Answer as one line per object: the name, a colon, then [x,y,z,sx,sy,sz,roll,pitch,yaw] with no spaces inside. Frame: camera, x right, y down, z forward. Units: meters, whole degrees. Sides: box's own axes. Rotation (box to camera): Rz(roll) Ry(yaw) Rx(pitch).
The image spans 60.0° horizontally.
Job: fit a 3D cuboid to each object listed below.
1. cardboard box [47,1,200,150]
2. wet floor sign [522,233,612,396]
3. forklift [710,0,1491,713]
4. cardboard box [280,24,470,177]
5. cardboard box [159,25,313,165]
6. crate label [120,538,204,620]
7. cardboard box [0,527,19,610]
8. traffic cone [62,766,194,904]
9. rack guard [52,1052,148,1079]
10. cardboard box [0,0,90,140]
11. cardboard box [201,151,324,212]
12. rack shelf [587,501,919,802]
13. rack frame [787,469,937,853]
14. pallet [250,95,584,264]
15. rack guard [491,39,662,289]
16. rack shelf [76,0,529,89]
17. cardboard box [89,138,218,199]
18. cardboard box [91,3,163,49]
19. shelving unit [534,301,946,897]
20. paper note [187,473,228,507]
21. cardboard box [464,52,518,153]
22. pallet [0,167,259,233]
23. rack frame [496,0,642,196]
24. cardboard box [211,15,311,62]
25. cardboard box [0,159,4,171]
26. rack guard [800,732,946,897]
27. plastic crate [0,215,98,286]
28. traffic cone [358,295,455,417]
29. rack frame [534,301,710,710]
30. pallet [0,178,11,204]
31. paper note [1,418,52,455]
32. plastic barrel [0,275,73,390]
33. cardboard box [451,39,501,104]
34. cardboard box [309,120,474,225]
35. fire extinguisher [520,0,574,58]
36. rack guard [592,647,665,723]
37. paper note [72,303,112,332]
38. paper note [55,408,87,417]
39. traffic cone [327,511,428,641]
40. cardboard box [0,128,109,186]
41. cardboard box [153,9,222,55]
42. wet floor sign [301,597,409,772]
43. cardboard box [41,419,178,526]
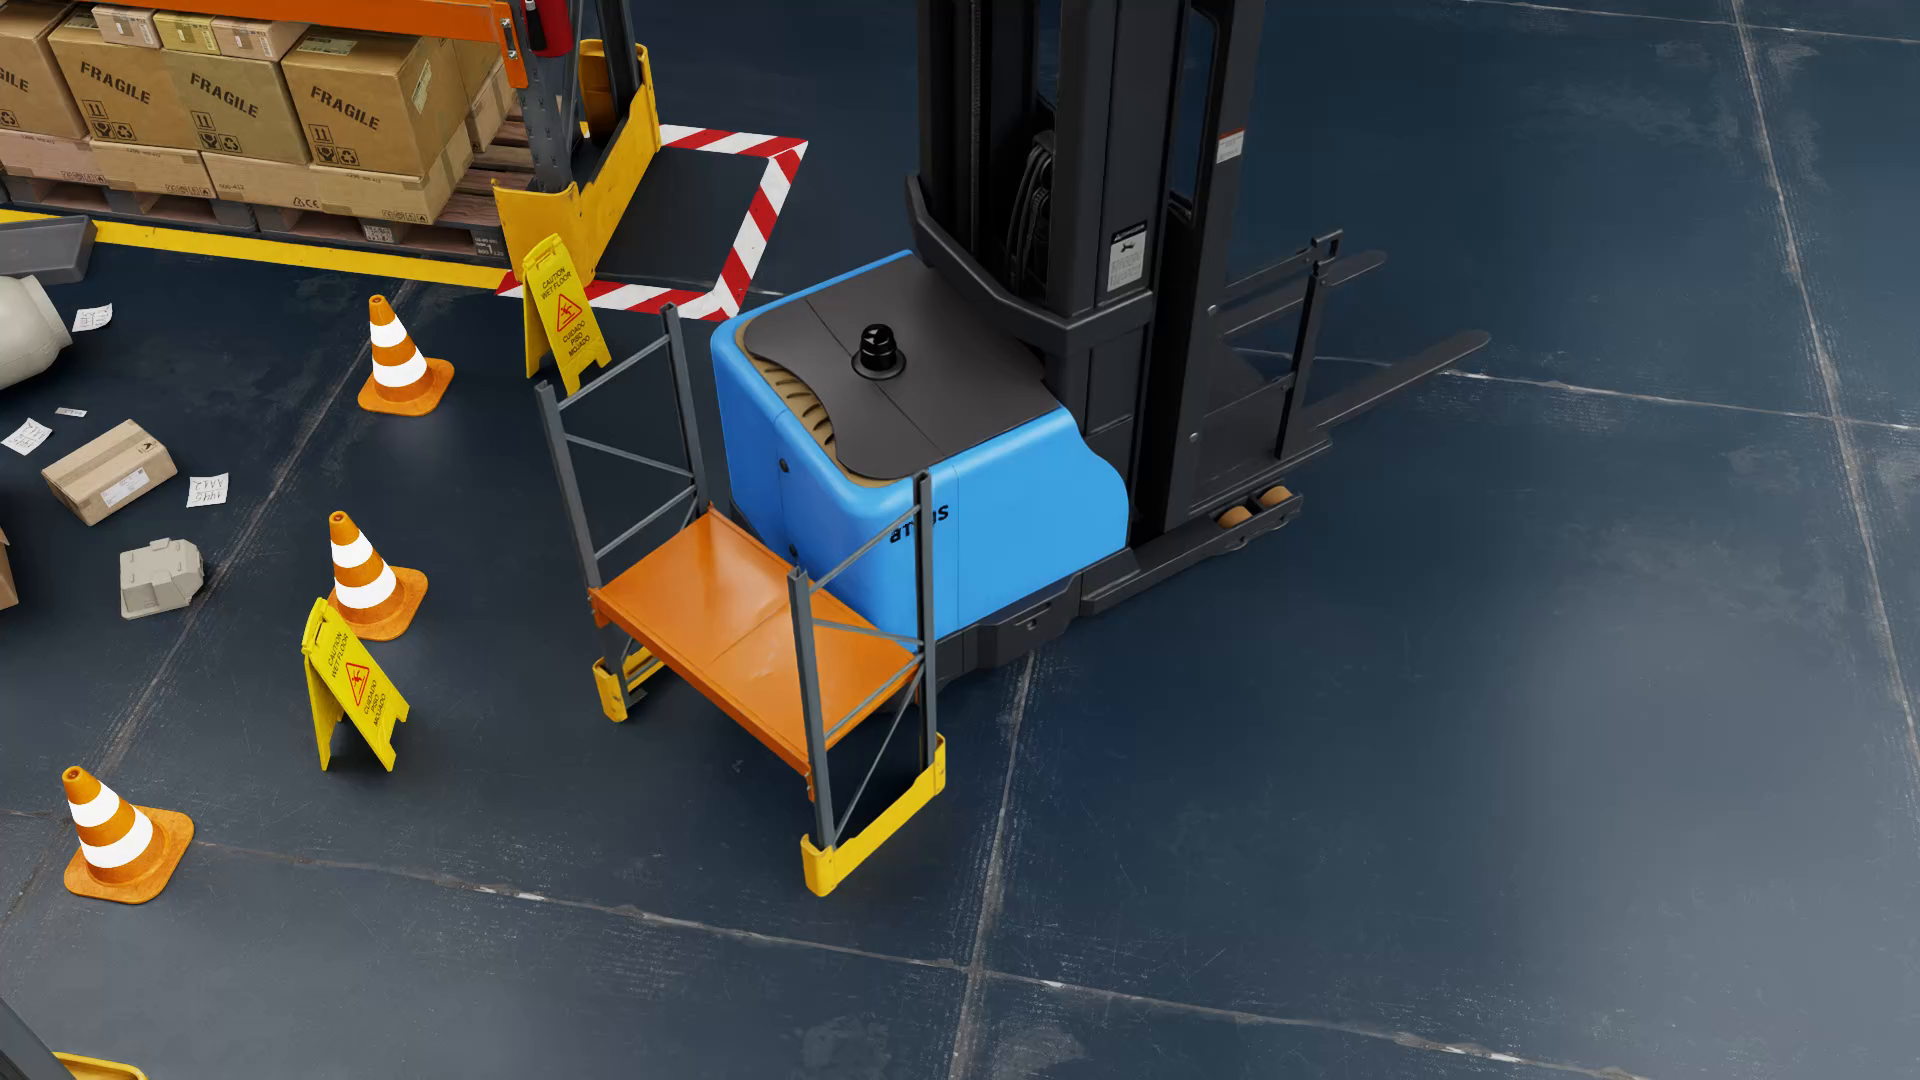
cardboard box: [-3.458,-2.045,7.133,0.500,0.500,0.500,7,48,6]
wet floor sign: [-1.617,-0.924,6.647,0.232,0.644,0.267,23,52,20]
forklift: [0.684,-1.249,5.402,3.031,2.935,1.130,-25,53,-21]
cardboard box: [-2.449,-1.907,7.009,0.500,0.500,0.500,8,49,7]
cardboard box: [-2.963,-1.973,7.068,0.500,0.500,0.500,9,49,8]
crate label: [-2.914,0.123,6.047,0.298,0.136,0.250,-15,50,-13]
cardboard box: [-3.793,-0.064,5.970,0.637,0.503,0.797,-23,52,-19]
traffic cone: [-2.665,0.855,5.170,0.334,0.463,0.336,8,49,7]
rack guard: [-2.371,1.956,4.157,0.348,0.500,1.175,8,49,7]
cardboard box: [-3.979,-2.113,7.194,0.500,0.500,0.500,10,49,9]
cardboard box: [-2.966,-1.725,7.350,0.500,0.250,0.500,8,49,7]
rack shelf: [-0.629,0.323,5.193,1.000,0.185,0.538,34,56,27]
rack frame: [-0.254,0.458,4.830,0.032,1.500,0.500,34,56,27]
pallet: [-2.482,-1.731,7.663,1.213,0.211,1.003,8,49,7]
rack guard: [-1.689,-1.694,7.436,0.348,0.500,1.175,8,49,7]
rack shelf: [-3.582,-2.544,7.003,4.000,0.370,1.077,8,49,7]
cardboard box: [-3.481,-1.790,7.408,0.500,0.250,0.500,6,48,5]
cardboard box: [-3.328,-2.195,6.831,0.250,0.149,0.380,10,49,8]
shelving unit: [-0.636,0.198,5.063,1.083,1.500,0.587,34,56,27]
paper note: [-2.898,-0.195,6.405,0.142,0.019,0.148,-7,48,-7]
cardboard box: [-2.358,-2.050,7.642,0.500,0.250,0.500,7,48,7]
pallet: [-3.679,-1.894,7.810,1.213,0.211,1.003,8,49,7]
rack frame: [-1.614,-2.520,6.497,0.127,3.000,1.000,8,49,7]
cardboard box: [-2.822,-2.123,6.767,0.250,0.149,0.380,9,49,8]
cardboard box: [-4.490,-1.932,7.536,0.500,0.250,0.500,10,49,9]
rack guard: [-0.268,0.866,5.304,0.087,0.250,0.587,34,56,27]
plastic crate: [-4.151,-1.265,7.333,0.583,0.080,0.402,-7,48,-7]
traffic cone: [-2.266,-0.784,6.644,0.334,0.463,0.336,8,49,7]
rack frame: [-1.004,-0.052,5.289,0.032,1.500,0.500,34,56,27]
pallet: [-4.883,-2.054,7.953,1.213,0.211,1.003,8,49,7]
paper note: [-3.707,-0.414,6.609,0.142,0.019,0.148,23,52,20]
plastic barrel: [-3.916,-0.824,6.705,0.512,0.421,0.421,-32,55,-25]
cardboard box: [-2.382,-2.303,7.365,0.500,0.500,0.500,6,48,6]
cardboard box: [-2.481,-1.654,7.286,0.500,0.250,0.500,7,48,7]
fire extinguisher: [-1.583,-2.141,6.209,0.183,0.674,0.296,8,49,7]
rack guard: [-1.003,0.366,5.753,0.087,0.250,0.587,34,56,27]
paper note: [-3.696,-0.949,7.082,0.148,0.019,0.142,-7,48,-7]
paper note: [-3.586,-0.516,6.706,0.123,0.001,0.032,8,49,7]
traffic cone: [-2.129,0.073,5.873,0.334,0.463,0.336,8,49,7]
cardboard box: [-3.968,-1.864,7.474,0.500,0.250,0.500,7,48,6]
cardboard box: [-3.069,-2.158,6.799,0.250,0.149,0.380,8,49,7]
wet floor sign: [-2.014,0.459,5.404,0.232,0.644,0.267,0,48,0]
cardboard box: [-3.262,-0.261,6.385,0.250,0.149,0.380,32,56,26]
